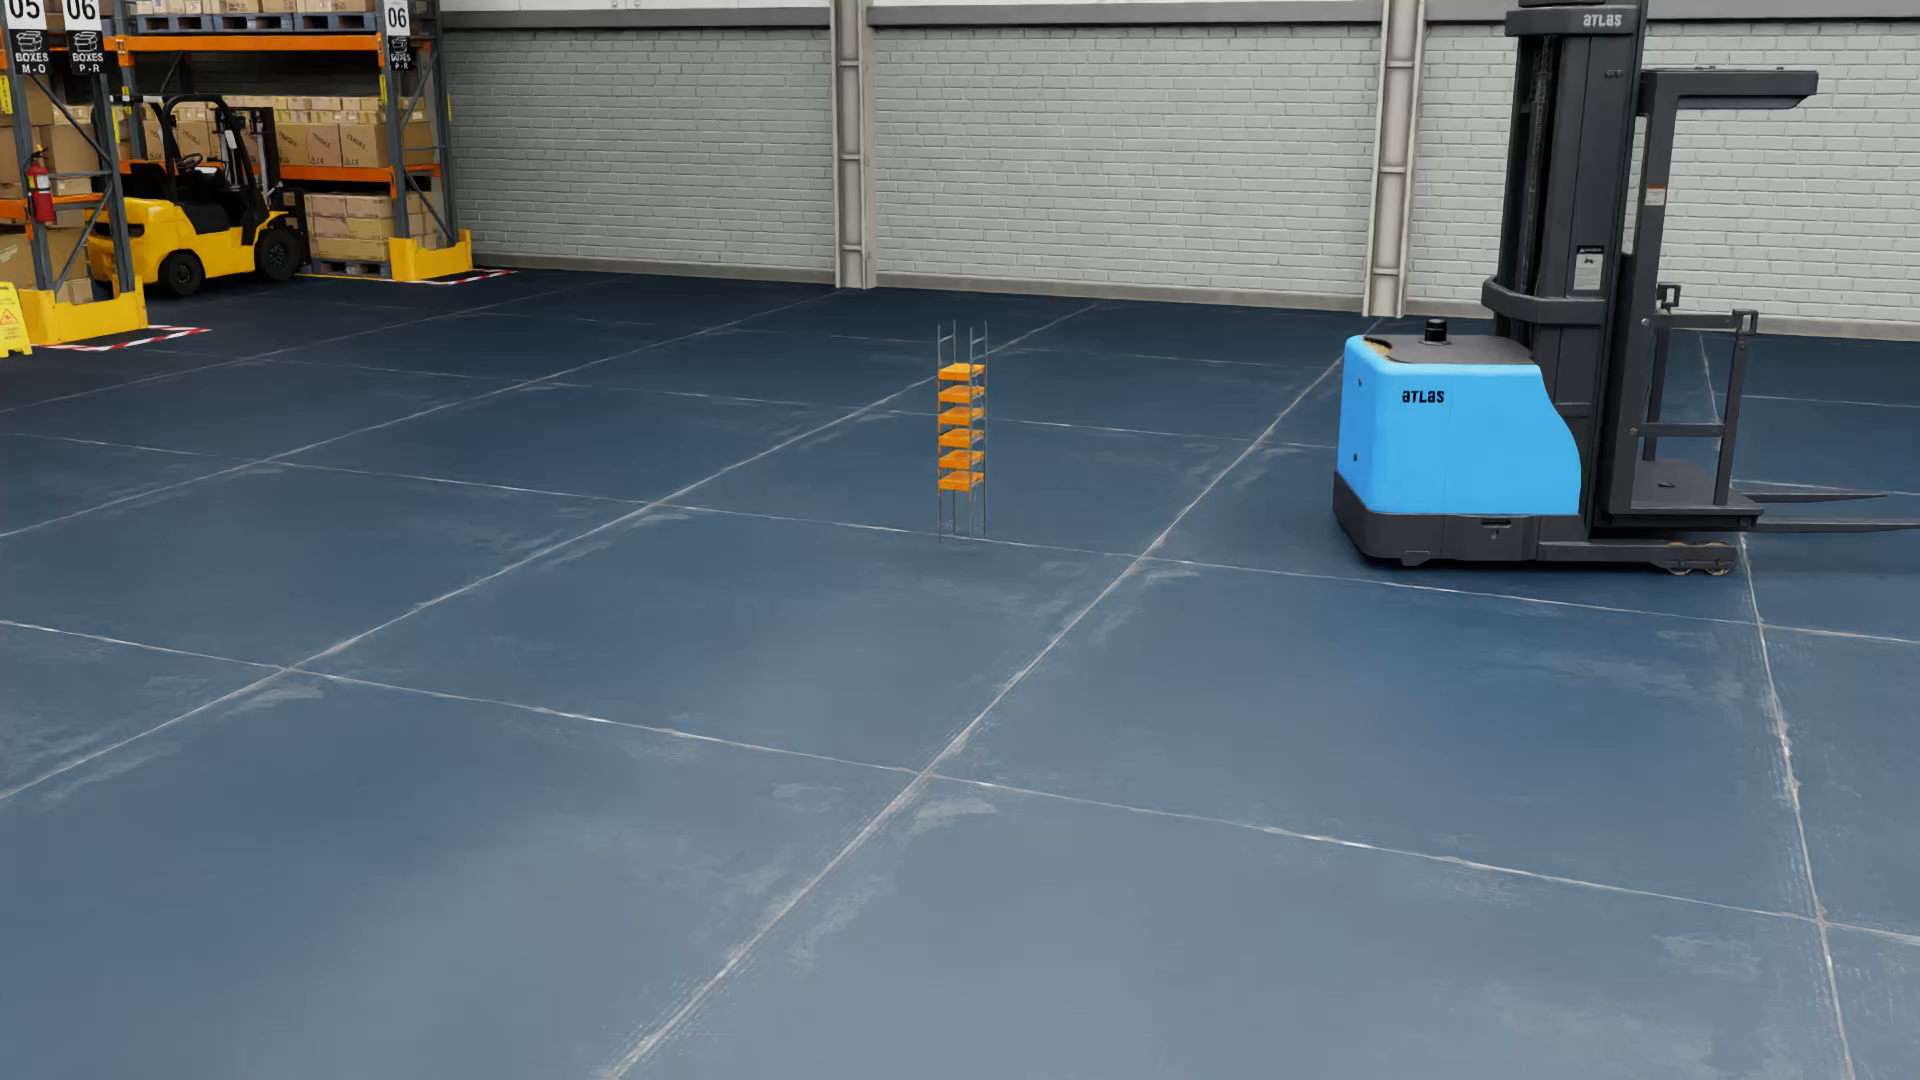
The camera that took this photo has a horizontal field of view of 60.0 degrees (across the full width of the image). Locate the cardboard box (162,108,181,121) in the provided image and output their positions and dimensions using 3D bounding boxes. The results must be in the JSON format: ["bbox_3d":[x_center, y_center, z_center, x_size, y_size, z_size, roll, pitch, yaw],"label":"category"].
[{"bbox_3d":[-9.746,-5.330,20.811,0.250,0.149,0.380,7,17,22],"label":"cardboard box"}]

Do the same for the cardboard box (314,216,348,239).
[{"bbox_3d":[-7.497,-3.833,20.277,0.500,0.250,0.500,6,17,20],"label":"cardboard box"}]

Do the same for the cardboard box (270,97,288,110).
[{"bbox_3d":[-8.101,-5.277,20.095,0.250,0.149,0.380,7,17,22],"label":"cardboard box"}]

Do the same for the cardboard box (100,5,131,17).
[{"bbox_3d":[-10.905,-6.805,21.371,0.250,0.149,0.380,6,17,21],"label":"cardboard box"}]

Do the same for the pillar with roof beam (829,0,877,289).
[{"bbox_3d":[-2.782,-6.144,14.197,0.400,9.000,9.100,6,17,21],"label":"pillar with roof beam"}]

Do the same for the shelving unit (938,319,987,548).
[{"bbox_3d":[0.013,-0.575,9.001,0.189,1.200,0.258,6,17,21],"label":"shelving unit"}]

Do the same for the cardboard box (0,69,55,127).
[{"bbox_3d":[-8.840,-4.067,15.298,0.500,0.500,0.700,6,17,19],"label":"cardboard box"}]

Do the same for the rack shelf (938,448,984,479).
[{"bbox_3d":[0.013,-0.417,9.047,0.180,0.103,0.258,6,17,21],"label":"rack shelf"}]

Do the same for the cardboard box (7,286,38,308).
[{"bbox_3d":[-9.157,-2.297,15.885,0.500,0.250,0.500,6,17,20],"label":"cardboard box"}]

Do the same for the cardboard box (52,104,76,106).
[{"bbox_3d":[-11.837,-5.717,22.143,0.250,0.149,0.380,6,17,21],"label":"cardboard box"}]

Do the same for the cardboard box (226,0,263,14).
[{"bbox_3d":[-8.414,-6.611,20.067,0.637,0.503,0.797,7,18,22],"label":"cardboard box"}]

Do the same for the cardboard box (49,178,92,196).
[{"bbox_3d":[-8.524,-3.368,15.847,0.250,0.149,0.380,6,17,21],"label":"cardboard box"}]

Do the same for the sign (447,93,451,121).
[{"bbox_3d":[-6.257,-5.286,20.305,0.005,0.325,0.100,6,17,21],"label":"sign"}]

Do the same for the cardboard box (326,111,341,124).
[{"bbox_3d":[-7.360,-5.072,19.920,0.250,0.149,0.380,7,17,22],"label":"cardboard box"}]

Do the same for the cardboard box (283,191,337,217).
[{"bbox_3d":[-7.960,-4.116,20.356,0.500,0.250,0.500,7,17,21],"label":"cardboard box"}]

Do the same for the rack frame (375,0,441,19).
[{"bbox_3d":[-6.467,-7.569,19.107,0.127,3.000,1.000,6,17,21],"label":"rack frame"}]

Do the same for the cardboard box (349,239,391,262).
[{"bbox_3d":[-7.020,-3.536,20.151,0.500,0.250,0.500,6,17,21],"label":"cardboard box"}]

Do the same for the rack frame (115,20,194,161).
[{"bbox_3d":[-10.188,-5.098,21.353,0.127,3.000,1.000,6,17,21],"label":"rack frame"}]

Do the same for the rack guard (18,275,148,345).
[{"bbox_3d":[-8.355,-2.208,15.883,0.348,0.500,1.175,6,17,21],"label":"rack guard"}]

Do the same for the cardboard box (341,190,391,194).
[{"bbox_3d":[-7.310,-4.198,20.640,0.500,0.250,0.500,6,17,21],"label":"cardboard box"}]

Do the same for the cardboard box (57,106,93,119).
[{"bbox_3d":[-11.335,-5.487,21.352,0.250,0.149,0.380,6,17,19],"label":"cardboard box"}]

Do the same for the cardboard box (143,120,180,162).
[{"bbox_3d":[-9.871,-5.033,20.949,0.500,0.500,0.500,6,17,19],"label":"cardboard box"}]

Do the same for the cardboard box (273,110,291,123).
[{"bbox_3d":[-8.094,-5.136,20.141,0.250,0.149,0.380,6,17,21],"label":"cardboard box"}]

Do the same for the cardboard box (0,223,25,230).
[{"bbox_3d":[-9.444,-2.851,16.447,0.500,0.500,0.500,6,17,19],"label":"cardboard box"}]

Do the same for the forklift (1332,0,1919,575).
[{"bbox_3d":[3.629,-1.379,8.665,3.031,2.935,1.130,0,16,2],"label":"forklift"}]

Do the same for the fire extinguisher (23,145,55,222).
[{"bbox_3d":[-8.347,-3.232,15.066,0.183,0.674,0.296,6,17,21],"label":"fire extinguisher"}]

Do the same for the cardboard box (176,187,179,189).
[{"bbox_3d":[-9.853,-4.328,21.087,0.500,0.250,0.500,6,17,20],"label":"cardboard box"}]

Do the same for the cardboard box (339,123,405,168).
[{"bbox_3d":[-7.021,-4.719,19.868,0.500,0.500,0.500,6,17,19],"label":"cardboard box"}]

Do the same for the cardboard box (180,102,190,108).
[{"bbox_3d":[-9.483,-5.463,20.736,0.250,0.149,0.380,6,17,20],"label":"cardboard box"}]

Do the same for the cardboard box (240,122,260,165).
[{"bbox_3d":[-8.449,-4.875,20.407,0.500,0.500,0.500,6,17,21],"label":"cardboard box"}]

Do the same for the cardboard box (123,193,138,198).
[{"bbox_3d":[-10.677,-4.209,21.799,0.625,0.625,0.875,7,18,23],"label":"cardboard box"}]

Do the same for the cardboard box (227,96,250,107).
[{"bbox_3d":[-8.773,-5.379,20.446,0.250,0.149,0.380,6,17,20],"label":"cardboard box"}]

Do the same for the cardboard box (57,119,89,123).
[{"bbox_3d":[-11.219,-5.300,21.423,0.500,0.250,0.500,6,17,19],"label":"cardboard box"}]

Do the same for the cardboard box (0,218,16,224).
[{"bbox_3d":[-12.723,-4.436,22.579,0.625,0.625,0.875,7,18,22],"label":"cardboard box"}]

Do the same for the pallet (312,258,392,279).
[{"bbox_3d":[-7.193,-3.417,20.564,1.213,0.211,1.003,6,17,21],"label":"pallet"}]

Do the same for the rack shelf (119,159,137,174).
[{"bbox_3d":[-12.048,-4.957,22.158,4.000,0.370,1.077,6,17,21],"label":"rack shelf"}]

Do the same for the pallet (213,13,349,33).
[{"bbox_3d":[-8.254,-6.290,20.238,1.213,0.211,1.003,6,17,21],"label":"pallet"}]

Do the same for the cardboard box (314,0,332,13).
[{"bbox_3d":[-7.349,-6.264,19.508,0.250,0.149,0.380,6,17,19],"label":"cardboard box"}]

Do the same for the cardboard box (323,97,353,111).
[{"bbox_3d":[-7.371,-5.210,19.862,0.250,0.149,0.380,7,17,22],"label":"cardboard box"}]

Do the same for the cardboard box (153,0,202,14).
[{"bbox_3d":[-9.503,-6.597,20.364,0.500,0.311,0.500,7,17,22],"label":"cardboard box"}]

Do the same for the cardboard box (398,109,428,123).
[{"bbox_3d":[-6.687,-5.150,20.190,0.250,0.149,0.380,6,17,19],"label":"cardboard box"}]

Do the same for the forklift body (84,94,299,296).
[{"bbox_3d":[-8.900,-4.002,19.100,1.214,2.155,2.313,6,17,21],"label":"forklift body"}]

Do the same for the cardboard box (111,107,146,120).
[{"bbox_3d":[-10.587,-5.434,21.170,0.250,0.149,0.380,7,18,23],"label":"cardboard box"}]

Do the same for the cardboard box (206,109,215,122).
[{"bbox_3d":[-9.048,-5.239,20.497,0.250,0.149,0.380,6,17,20],"label":"cardboard box"}]

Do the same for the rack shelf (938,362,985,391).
[{"bbox_3d":[0.013,-0.878,8.913,0.180,0.103,0.258,6,17,21],"label":"rack shelf"}]

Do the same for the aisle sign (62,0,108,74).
[{"bbox_3d":[-8.113,-4.723,15.400,0.004,0.787,0.394,6,17,21],"label":"aisle sign"}]

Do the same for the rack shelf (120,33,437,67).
[{"bbox_3d":[-8.327,-5.988,20.330,4.000,0.370,1.077,6,17,21],"label":"rack shelf"}]

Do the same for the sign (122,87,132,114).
[{"bbox_3d":[-10.378,-5.474,20.714,0.005,0.325,0.100,6,17,21],"label":"sign"}]
